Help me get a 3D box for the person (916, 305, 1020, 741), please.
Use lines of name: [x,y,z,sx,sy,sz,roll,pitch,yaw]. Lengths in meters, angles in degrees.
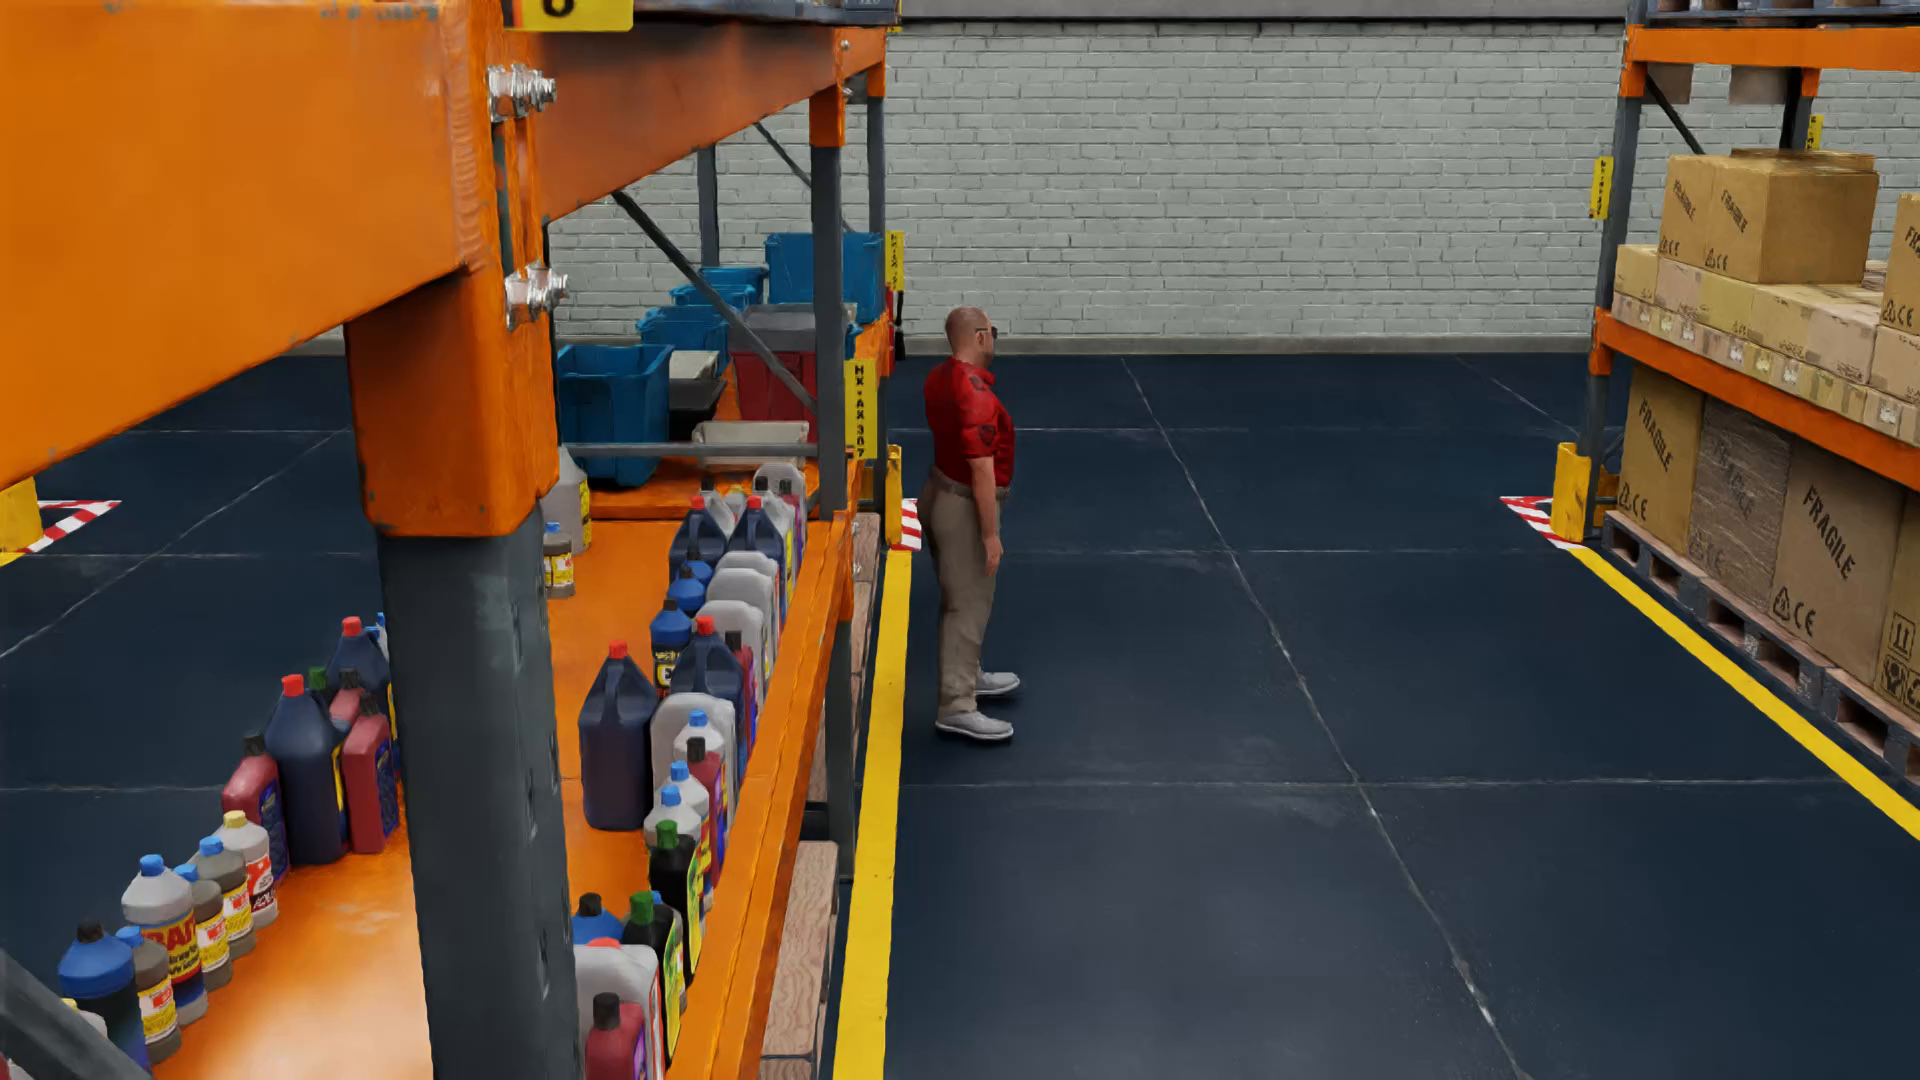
person: [0.081,-0.095,6.797,0.474,1.737,0.608,-6,18,-18]
